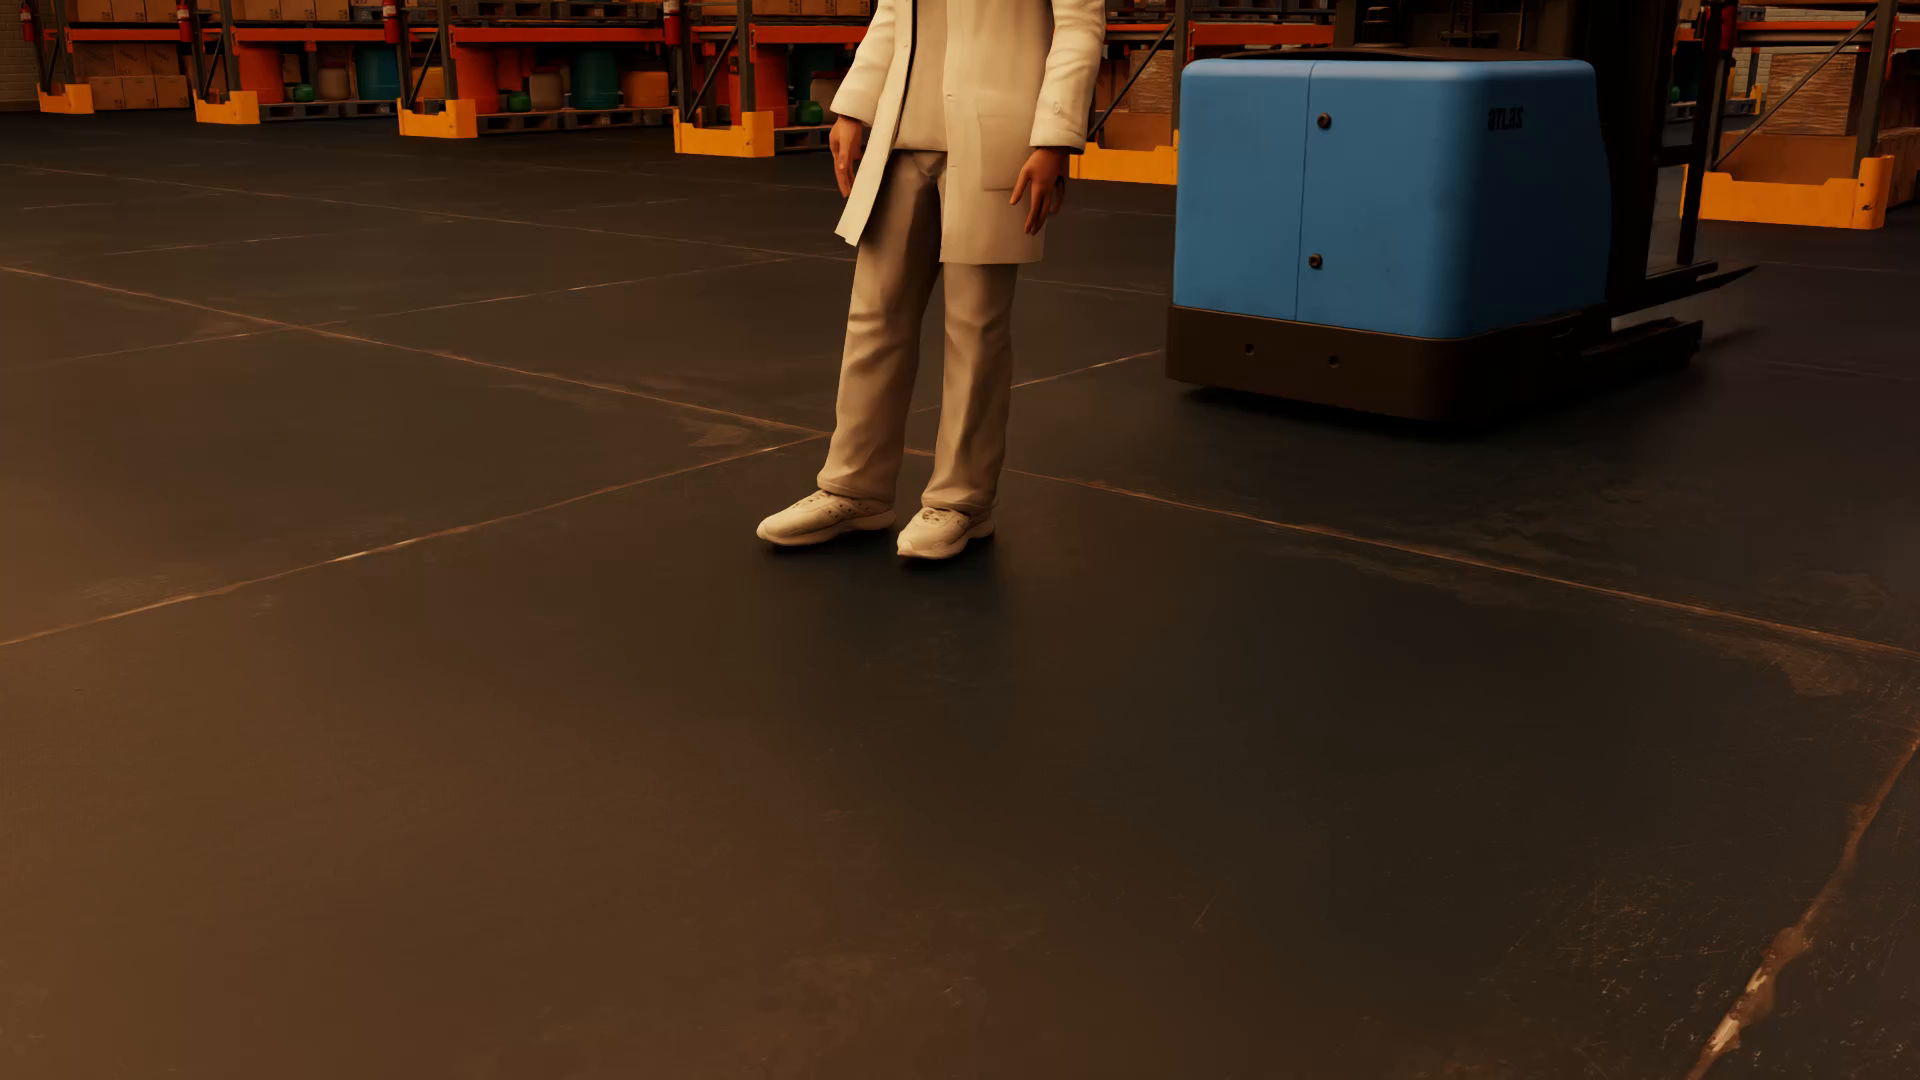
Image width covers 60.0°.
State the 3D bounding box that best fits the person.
[{"bbox_3d":[-0.061,-0.831,3.618,0.698,1.764,0.578,13,21,37],"label":"person"}]

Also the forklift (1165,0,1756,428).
[{"bbox_3d":[2.052,-2.087,5.771,1.130,2.935,3.031,15,23,41],"label":"forklift"}]
